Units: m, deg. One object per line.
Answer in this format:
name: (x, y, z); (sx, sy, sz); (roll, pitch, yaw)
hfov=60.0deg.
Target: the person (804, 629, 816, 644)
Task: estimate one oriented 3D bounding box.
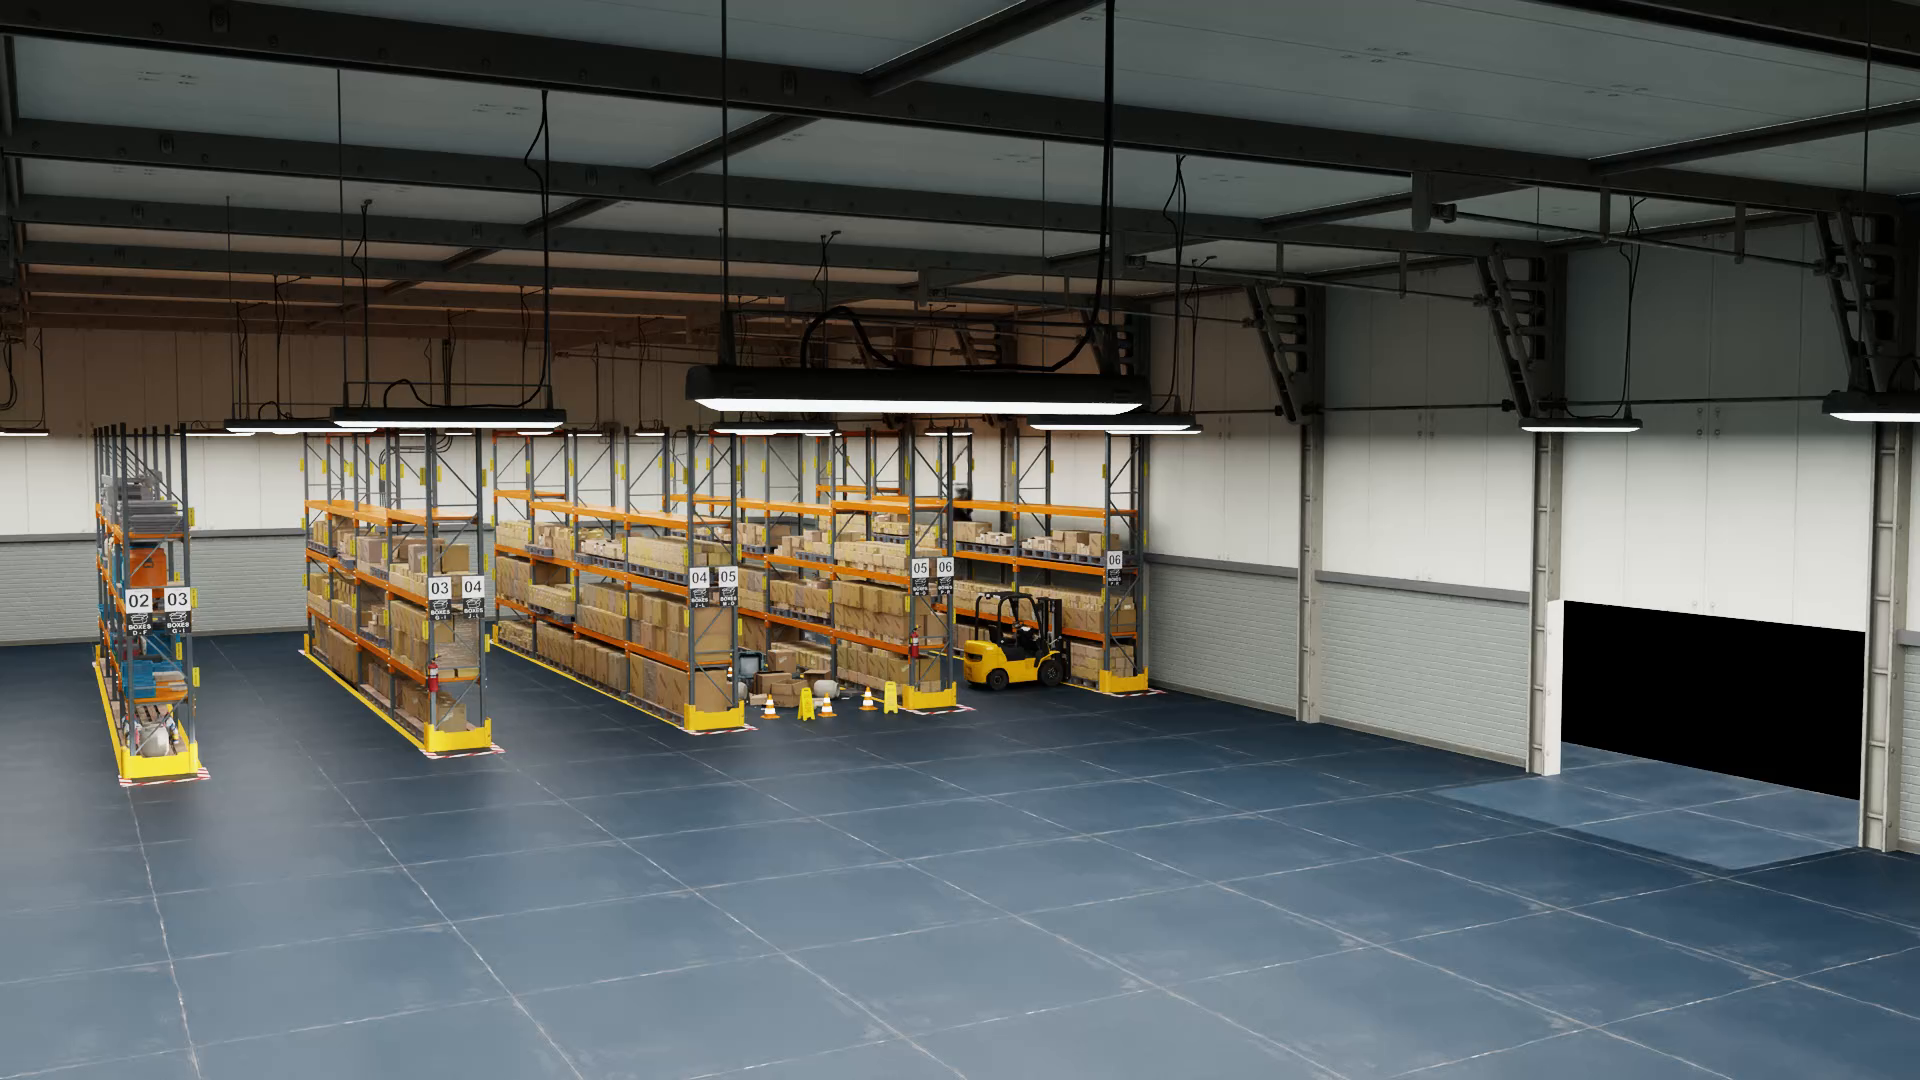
person: (-4.016, 2.157, 44.544); (0.654, 1.744, 0.532); (-2, 4, -27)
